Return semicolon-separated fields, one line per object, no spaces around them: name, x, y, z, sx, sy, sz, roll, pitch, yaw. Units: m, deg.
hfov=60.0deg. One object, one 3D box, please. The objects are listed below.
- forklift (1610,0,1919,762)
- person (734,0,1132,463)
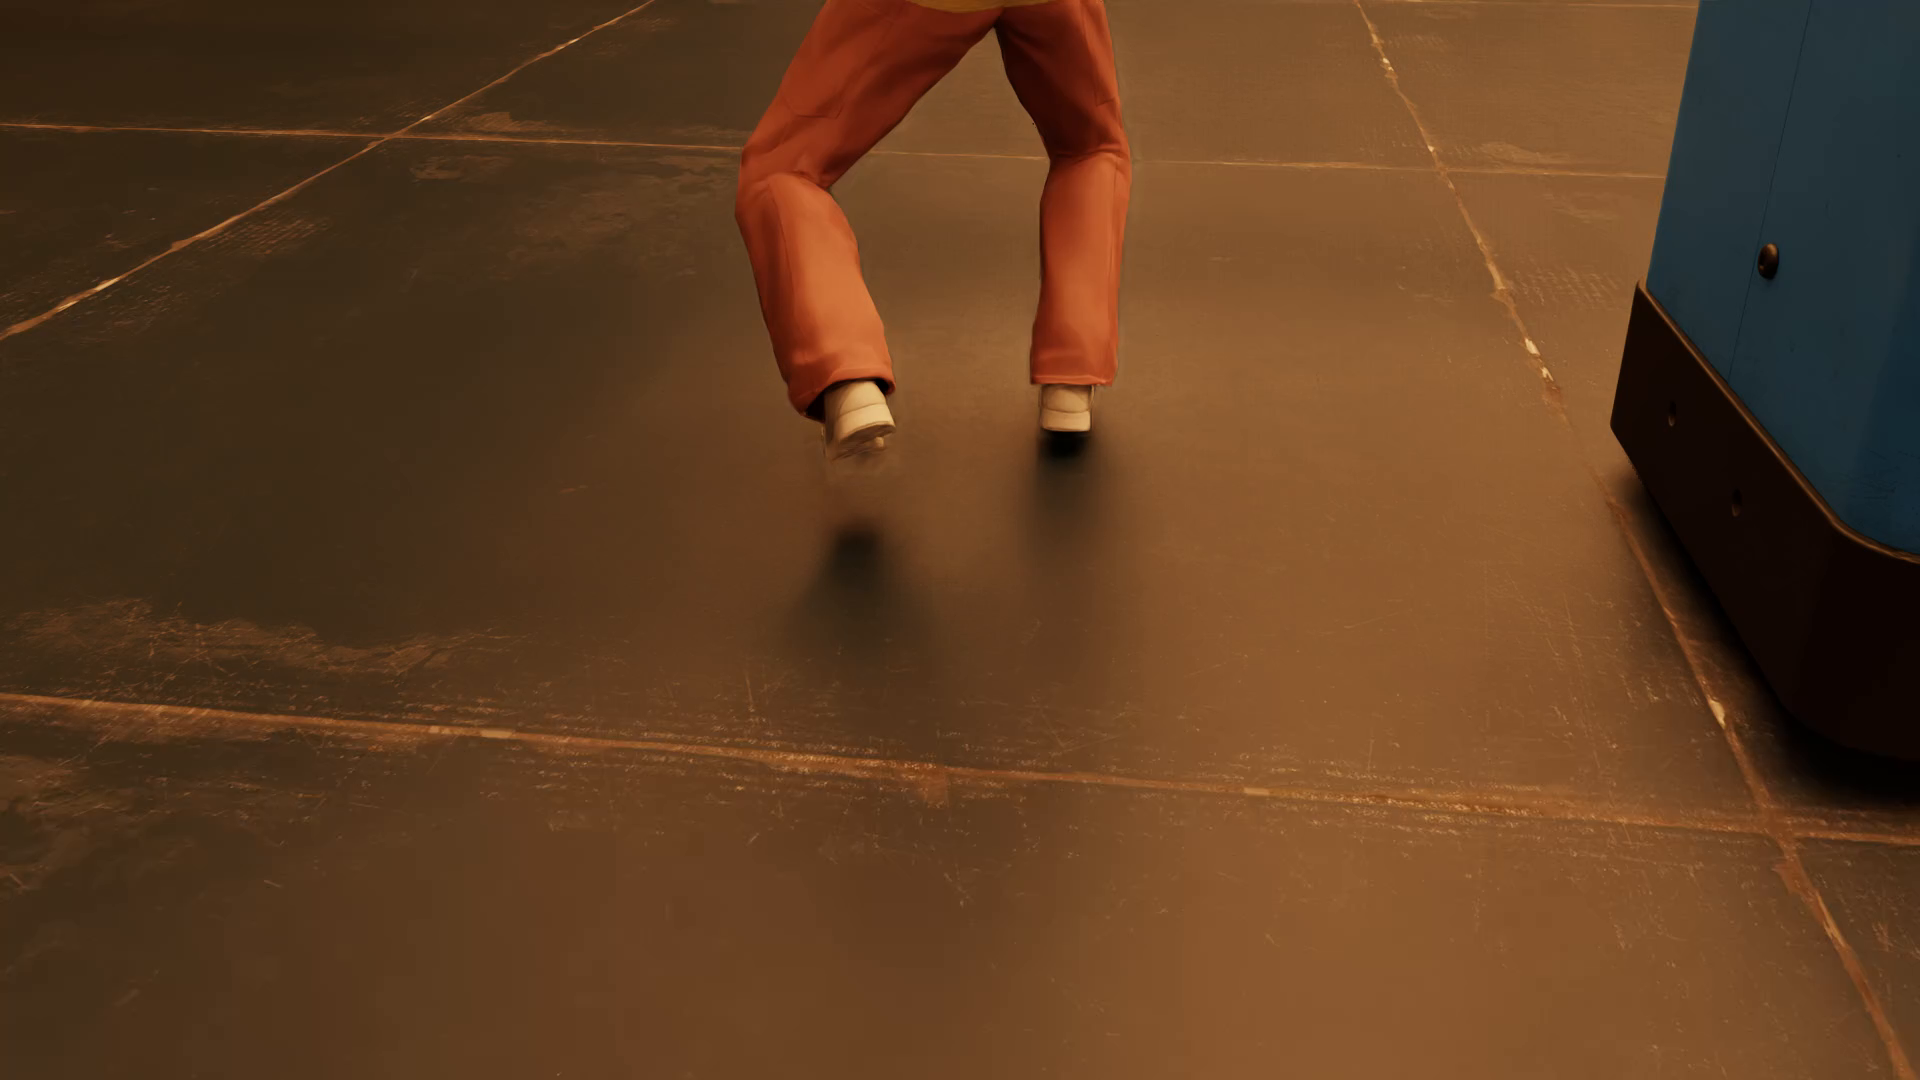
forklift;2.516;-1.165;1.551;3.031;2.935;1.130;3;27;6
person;0.142;-0.863;2.567;1.008;1.461;0.682;-10;28;-20
